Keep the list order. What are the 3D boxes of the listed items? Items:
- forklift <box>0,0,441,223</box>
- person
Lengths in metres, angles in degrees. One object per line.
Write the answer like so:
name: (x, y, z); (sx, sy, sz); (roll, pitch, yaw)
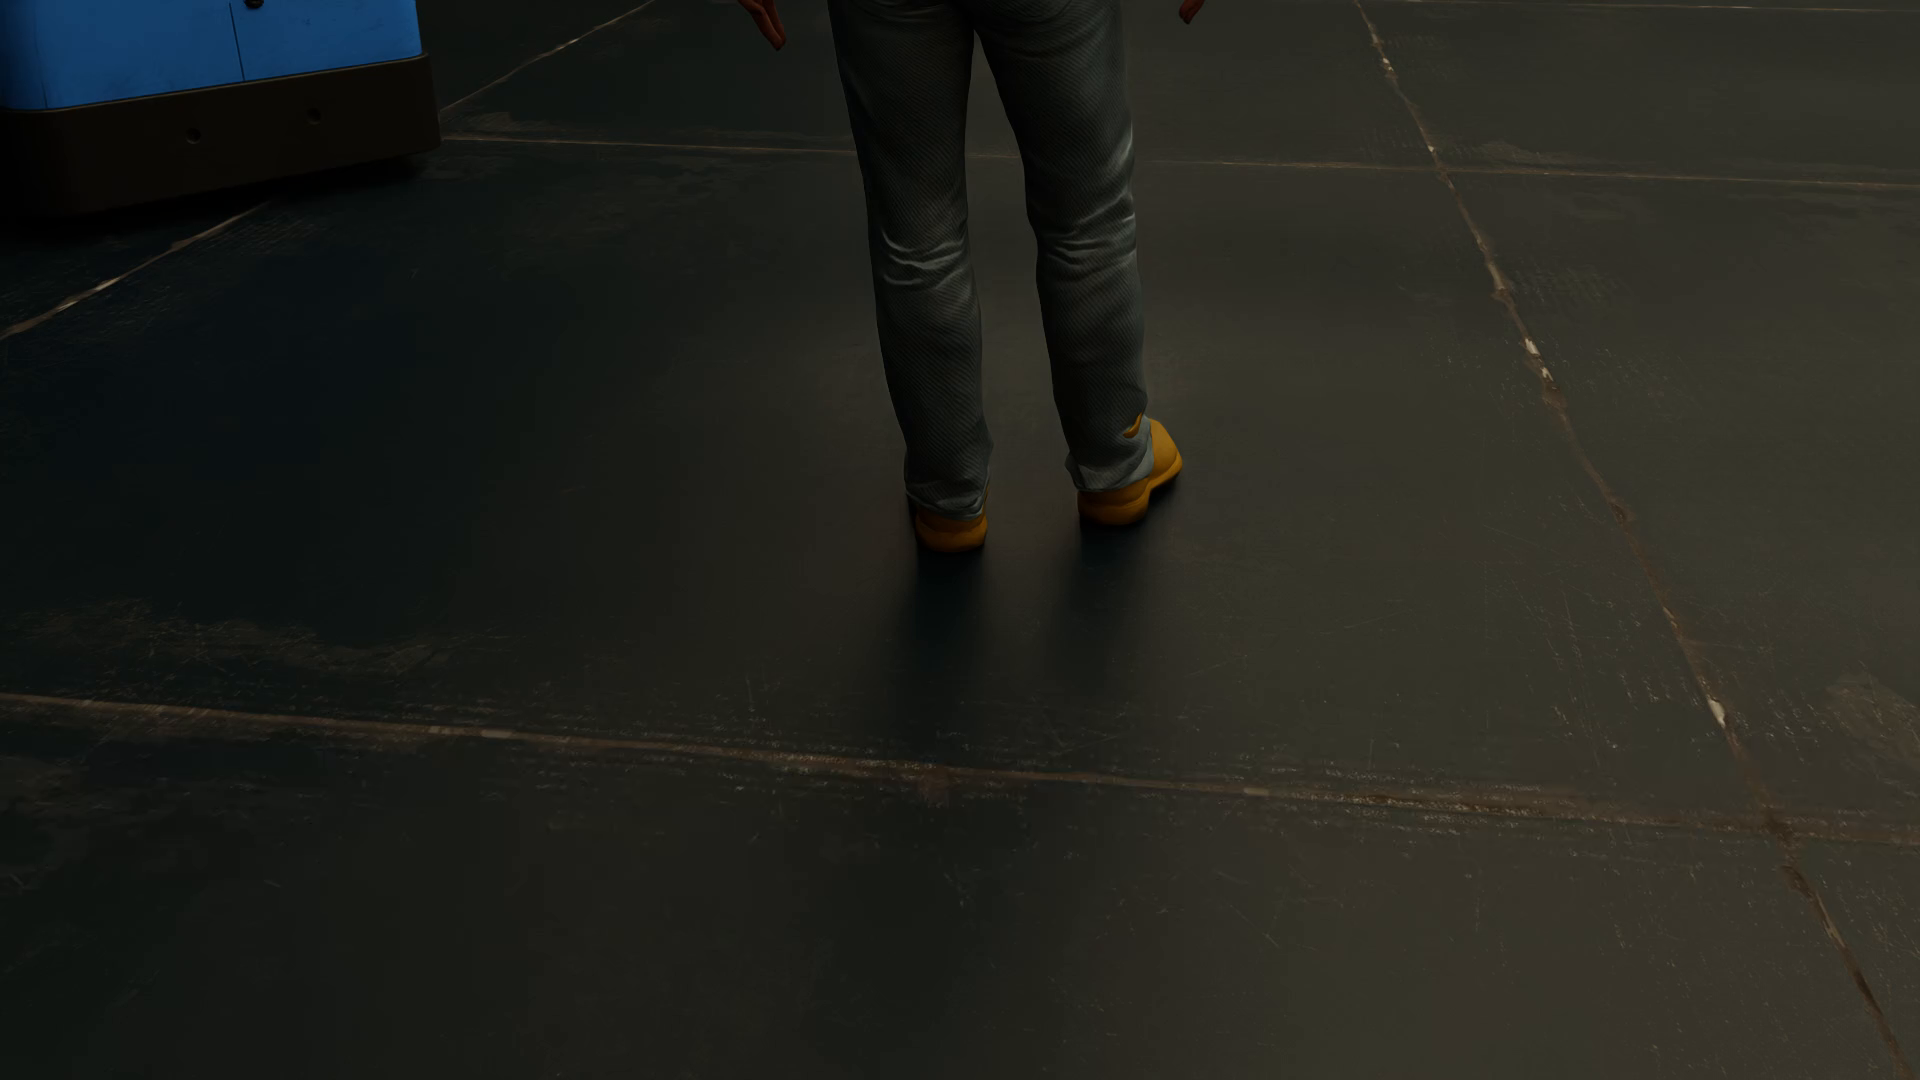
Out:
forklift: (-2.785, -2.617, 4.462); (1.130, 2.935, 3.031); (-24, 35, -39)
person: (0.015, -0.828, 2.164); (0.665, 1.768, 0.575); (3, 27, 7)
